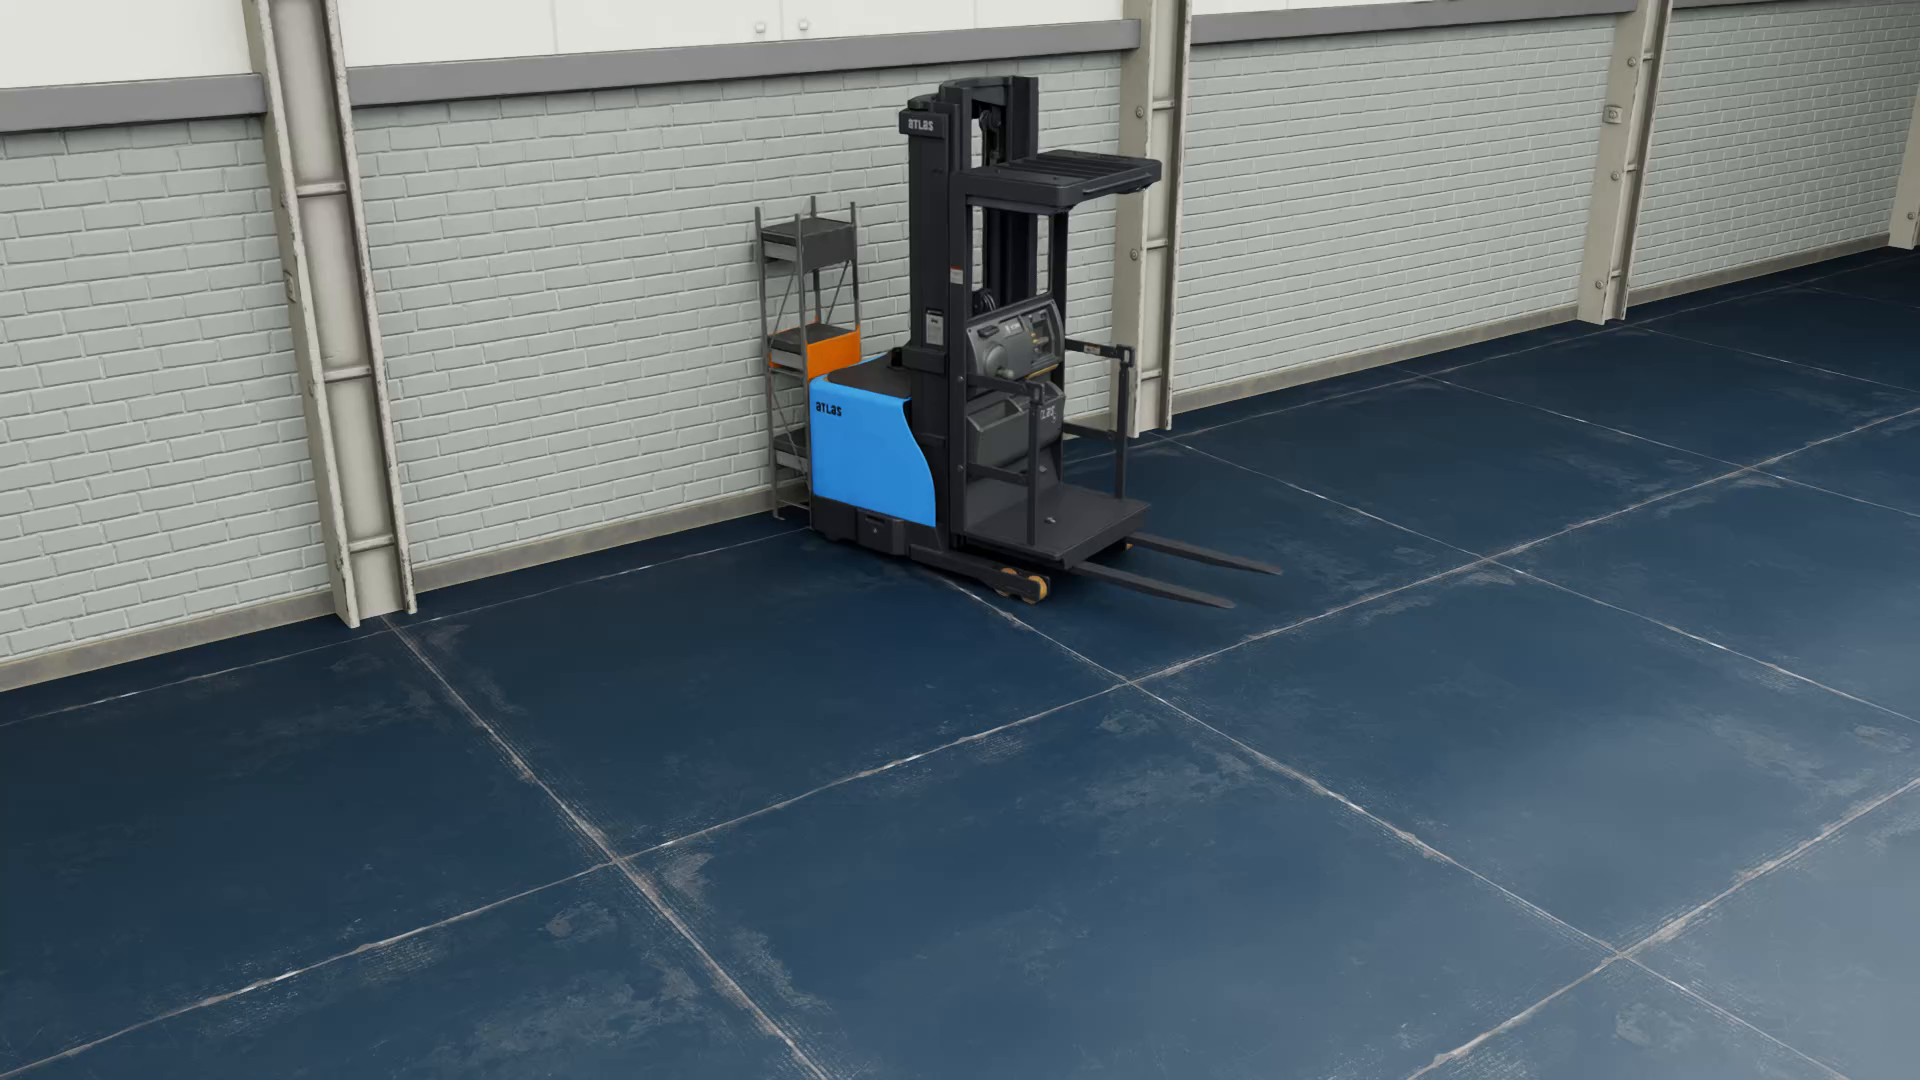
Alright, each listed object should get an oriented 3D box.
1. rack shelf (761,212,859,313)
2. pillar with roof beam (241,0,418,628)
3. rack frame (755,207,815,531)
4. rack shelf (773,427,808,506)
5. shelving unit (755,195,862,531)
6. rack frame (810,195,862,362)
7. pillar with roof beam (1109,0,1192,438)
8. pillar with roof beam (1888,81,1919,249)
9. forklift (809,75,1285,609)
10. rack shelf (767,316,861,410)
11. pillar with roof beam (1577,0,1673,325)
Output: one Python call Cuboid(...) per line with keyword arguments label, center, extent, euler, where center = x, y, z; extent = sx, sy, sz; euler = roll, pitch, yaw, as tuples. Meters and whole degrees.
Cuboid(label="rack shelf", center=(-0.976, -1.791, 10.685), extent=(0.431, 0.518, 0.480), euler=(17, 28, 38))
Cuboid(label="pillar with roof beam", center=(-0.940, -2.462, 4.925), extent=(0.400, 9.000, 9.100), euler=(-15, 26, -33))
Cuboid(label="rack frame", center=(-1.127, -1.084, 10.771), extent=(0.400, 2.100, 0.015), euler=(17, 28, 38))
Cuboid(label="rack shelf", center=(-0.956, -0.492, 11.206), extent=(0.431, 0.518, 0.480), euler=(17, 28, 38))
Cuboid(label="shelving unit", center=(-0.966, -1.154, 10.941), extent=(0.431, 2.100, 0.503), euler=(17, 28, 38))
Cuboid(label="rack frame", center=(-0.805, -1.225, 11.110), extent=(0.400, 2.100, 0.015), euler=(17, 28, 38))
Cuboid(label="pillar with roof beam", center=(3.930, -3.761, 8.180), extent=(0.400, 9.000, 9.100), euler=(-15, 26, -33))
Cuboid(label="pillar with roof beam", center=(13.671, -6.358, 14.689), extent=(0.400, 9.000, 9.100), euler=(-15, 26, -33))
Cuboid(label="forklift", center=(0.509, -1.204, 9.958), extent=(3.031, 2.935, 1.130), euler=(15, 26, 34))
Cuboid(label="rack shelf", center=(-0.966, -1.142, 10.946), extent=(0.431, 0.518, 0.480), euler=(17, 28, 38))
Cuboid(label="pillar with roof beam", center=(8.801, -5.060, 11.435), extent=(0.400, 9.000, 9.100), euler=(-15, 26, -33))
